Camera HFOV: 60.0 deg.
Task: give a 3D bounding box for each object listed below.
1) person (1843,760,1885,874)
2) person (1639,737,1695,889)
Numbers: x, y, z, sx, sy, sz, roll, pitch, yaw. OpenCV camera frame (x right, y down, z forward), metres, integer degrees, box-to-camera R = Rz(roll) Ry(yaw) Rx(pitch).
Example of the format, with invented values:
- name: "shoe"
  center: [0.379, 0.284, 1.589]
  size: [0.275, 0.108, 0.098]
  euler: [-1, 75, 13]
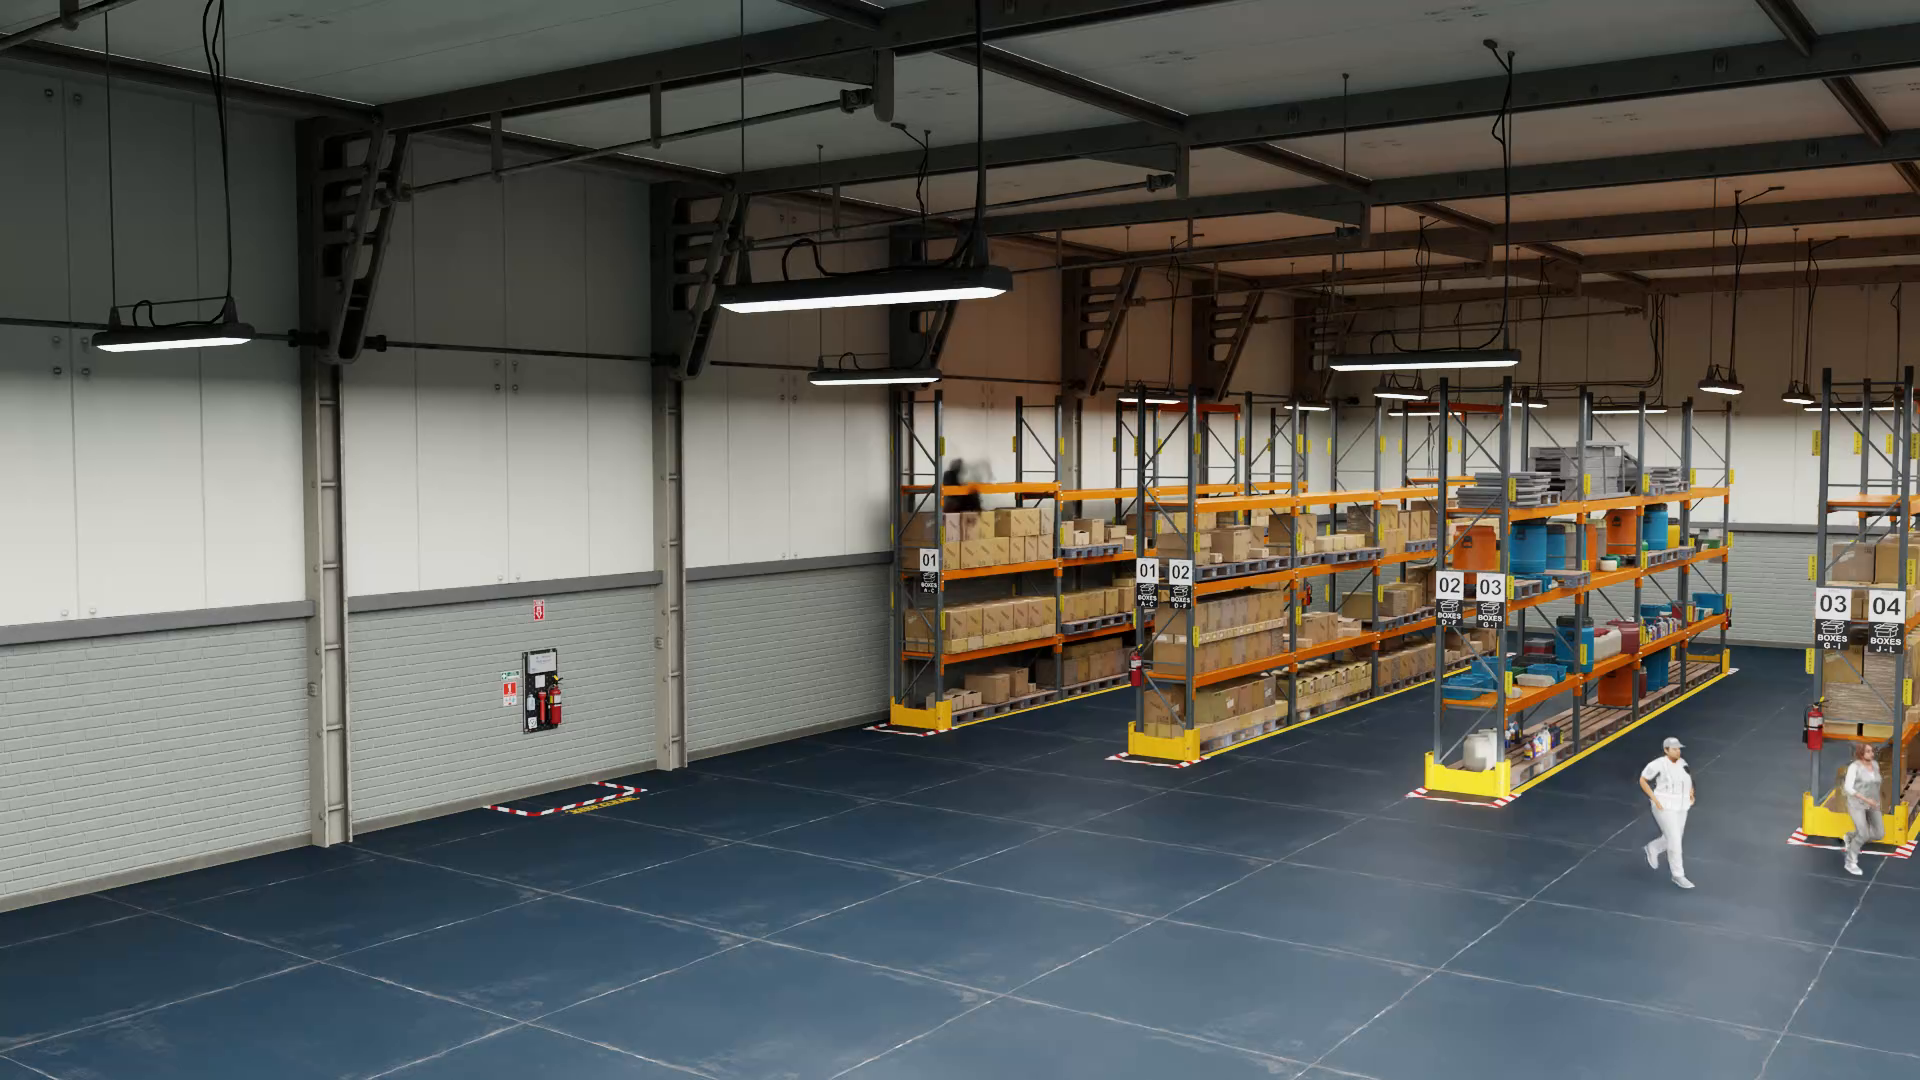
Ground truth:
- name: "person"
  center: [10.583, 3.242, 19.538]
  size: [0.346, 1.346, 0.509]
  euler: [-1, 3, -15]
- name: "person"
  center: [8.165, 3.095, 19.161]
  size: [0.611, 1.666, 0.868]
  euler: [-1, 3, -20]
